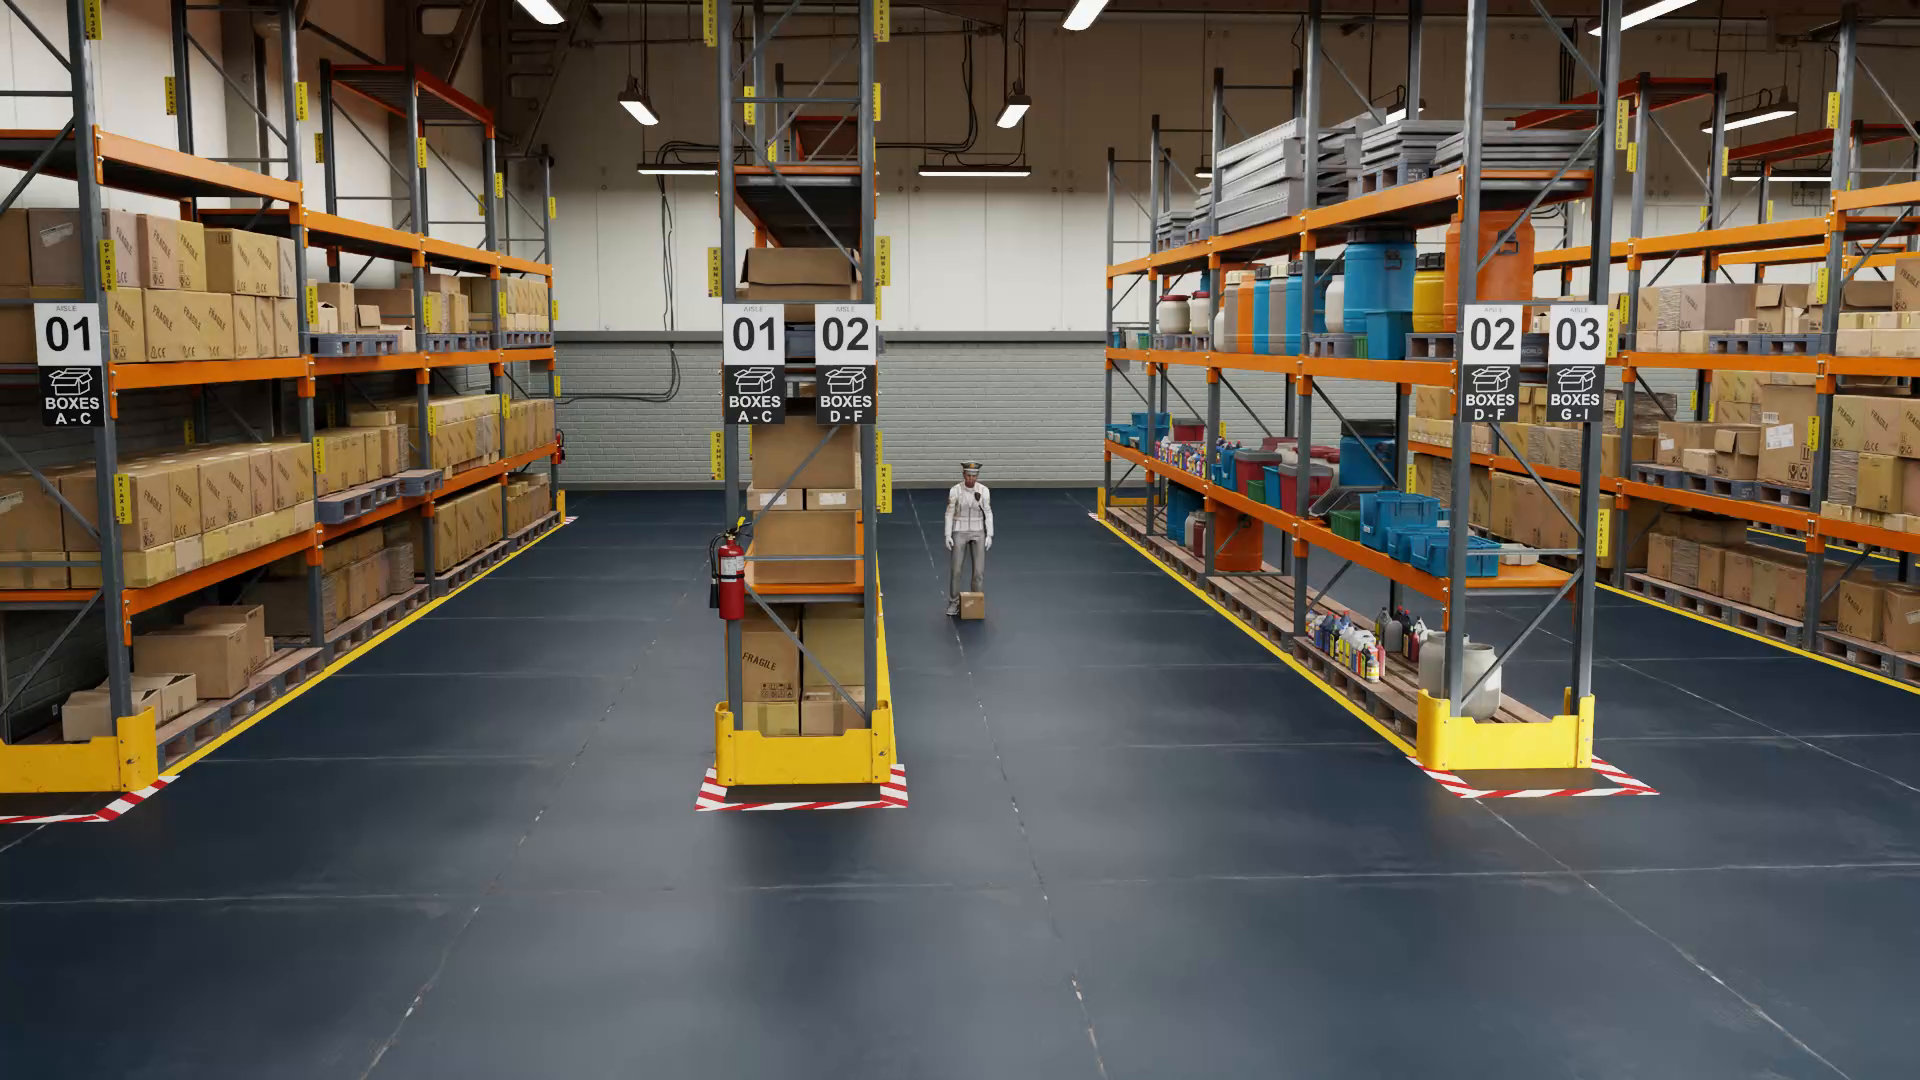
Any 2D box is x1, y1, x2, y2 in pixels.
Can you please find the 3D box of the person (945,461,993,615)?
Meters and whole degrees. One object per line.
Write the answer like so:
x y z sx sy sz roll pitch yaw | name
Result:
0.097 -0.026 17.953 0.527 1.663 0.409 0 7 -4 | person
